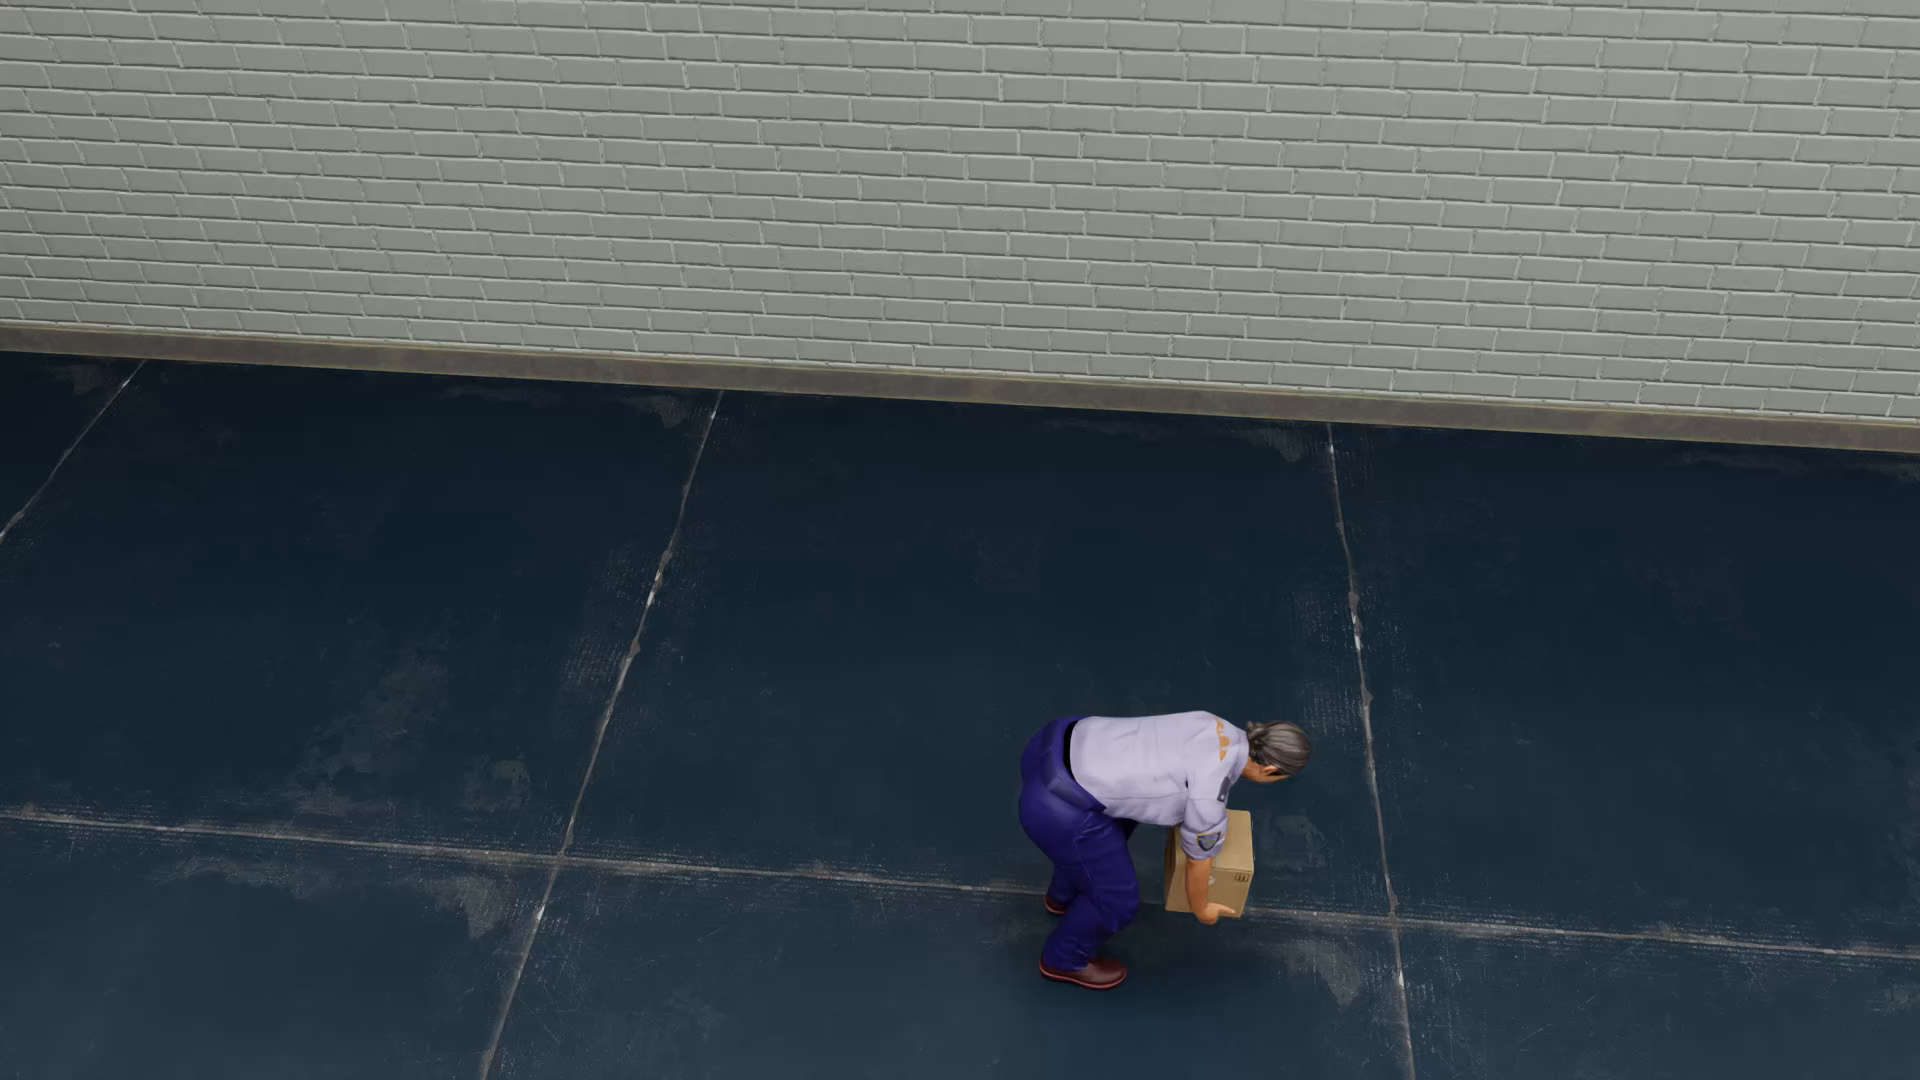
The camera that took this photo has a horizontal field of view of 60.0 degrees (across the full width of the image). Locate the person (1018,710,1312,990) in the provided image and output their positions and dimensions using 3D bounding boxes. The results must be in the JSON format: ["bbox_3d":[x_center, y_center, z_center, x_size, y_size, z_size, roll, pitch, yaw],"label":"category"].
[{"bbox_3d":[0.657,0.984,5.427,0.853,1.111,0.460,2,40,2],"label":"person"}]
